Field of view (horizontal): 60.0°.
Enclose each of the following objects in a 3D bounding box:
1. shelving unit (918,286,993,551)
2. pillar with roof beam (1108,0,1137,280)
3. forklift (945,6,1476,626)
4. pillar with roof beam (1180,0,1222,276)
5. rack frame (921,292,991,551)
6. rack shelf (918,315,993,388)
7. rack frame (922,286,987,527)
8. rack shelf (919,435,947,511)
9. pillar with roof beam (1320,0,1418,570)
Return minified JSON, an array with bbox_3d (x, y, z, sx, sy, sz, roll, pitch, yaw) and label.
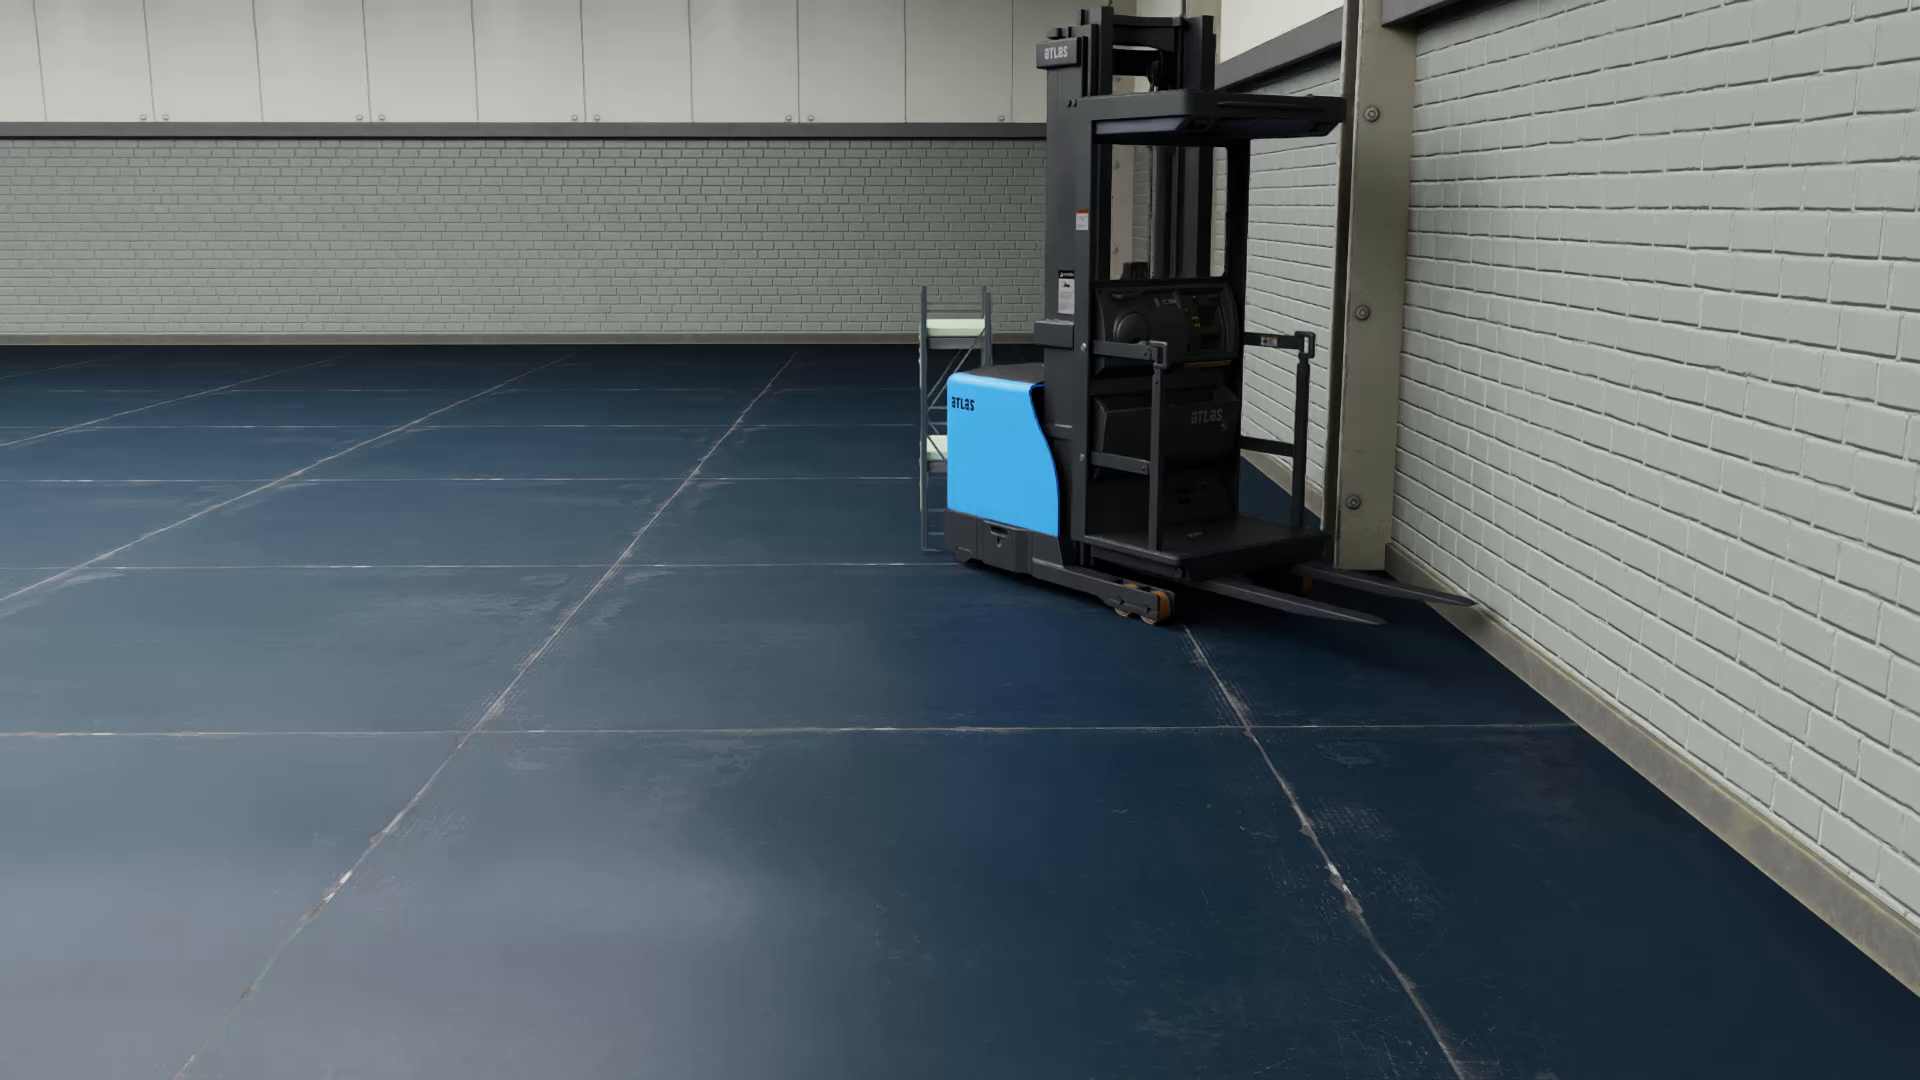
[{"bbox_3d":[-0.030,-0.745,9.958,0.431,1.500,0.755,0,11,-1],"label":"shelving unit"},{"bbox_3d":[-2.315,-6.651,20.212,9.100,9.000,0.400,0,11,-1],"label":"pillar with roof beam"},{"bbox_3d":[1.184,-1.137,8.293,1.130,2.935,3.031,-8,14,-35],"label":"forklift"},{"bbox_3d":[-2.191,-5.459,14.333,9.100,9.000,0.400,0,11,-1],"label":"pillar with roof beam"},{"bbox_3d":[-0.024,-0.672,9.599,0.400,1.500,0.023,0,11,-1],"label":"rack frame"},{"bbox_3d":[-0.030,-1.127,9.880,0.431,0.370,0.720,0,11,-1],"label":"rack shelf"},{"bbox_3d":[-0.035,-0.818,10.317,0.400,1.500,0.023,0,11,-1],"label":"rack frame"},{"bbox_3d":[-0.030,-0.425,10.023,0.431,0.370,0.720,0,11,-1],"label":"rack shelf"},{"bbox_3d":[-2.067,-4.266,8.454,9.100,9.000,0.400,0,11,-1],"label":"pillar with roof beam"}]
